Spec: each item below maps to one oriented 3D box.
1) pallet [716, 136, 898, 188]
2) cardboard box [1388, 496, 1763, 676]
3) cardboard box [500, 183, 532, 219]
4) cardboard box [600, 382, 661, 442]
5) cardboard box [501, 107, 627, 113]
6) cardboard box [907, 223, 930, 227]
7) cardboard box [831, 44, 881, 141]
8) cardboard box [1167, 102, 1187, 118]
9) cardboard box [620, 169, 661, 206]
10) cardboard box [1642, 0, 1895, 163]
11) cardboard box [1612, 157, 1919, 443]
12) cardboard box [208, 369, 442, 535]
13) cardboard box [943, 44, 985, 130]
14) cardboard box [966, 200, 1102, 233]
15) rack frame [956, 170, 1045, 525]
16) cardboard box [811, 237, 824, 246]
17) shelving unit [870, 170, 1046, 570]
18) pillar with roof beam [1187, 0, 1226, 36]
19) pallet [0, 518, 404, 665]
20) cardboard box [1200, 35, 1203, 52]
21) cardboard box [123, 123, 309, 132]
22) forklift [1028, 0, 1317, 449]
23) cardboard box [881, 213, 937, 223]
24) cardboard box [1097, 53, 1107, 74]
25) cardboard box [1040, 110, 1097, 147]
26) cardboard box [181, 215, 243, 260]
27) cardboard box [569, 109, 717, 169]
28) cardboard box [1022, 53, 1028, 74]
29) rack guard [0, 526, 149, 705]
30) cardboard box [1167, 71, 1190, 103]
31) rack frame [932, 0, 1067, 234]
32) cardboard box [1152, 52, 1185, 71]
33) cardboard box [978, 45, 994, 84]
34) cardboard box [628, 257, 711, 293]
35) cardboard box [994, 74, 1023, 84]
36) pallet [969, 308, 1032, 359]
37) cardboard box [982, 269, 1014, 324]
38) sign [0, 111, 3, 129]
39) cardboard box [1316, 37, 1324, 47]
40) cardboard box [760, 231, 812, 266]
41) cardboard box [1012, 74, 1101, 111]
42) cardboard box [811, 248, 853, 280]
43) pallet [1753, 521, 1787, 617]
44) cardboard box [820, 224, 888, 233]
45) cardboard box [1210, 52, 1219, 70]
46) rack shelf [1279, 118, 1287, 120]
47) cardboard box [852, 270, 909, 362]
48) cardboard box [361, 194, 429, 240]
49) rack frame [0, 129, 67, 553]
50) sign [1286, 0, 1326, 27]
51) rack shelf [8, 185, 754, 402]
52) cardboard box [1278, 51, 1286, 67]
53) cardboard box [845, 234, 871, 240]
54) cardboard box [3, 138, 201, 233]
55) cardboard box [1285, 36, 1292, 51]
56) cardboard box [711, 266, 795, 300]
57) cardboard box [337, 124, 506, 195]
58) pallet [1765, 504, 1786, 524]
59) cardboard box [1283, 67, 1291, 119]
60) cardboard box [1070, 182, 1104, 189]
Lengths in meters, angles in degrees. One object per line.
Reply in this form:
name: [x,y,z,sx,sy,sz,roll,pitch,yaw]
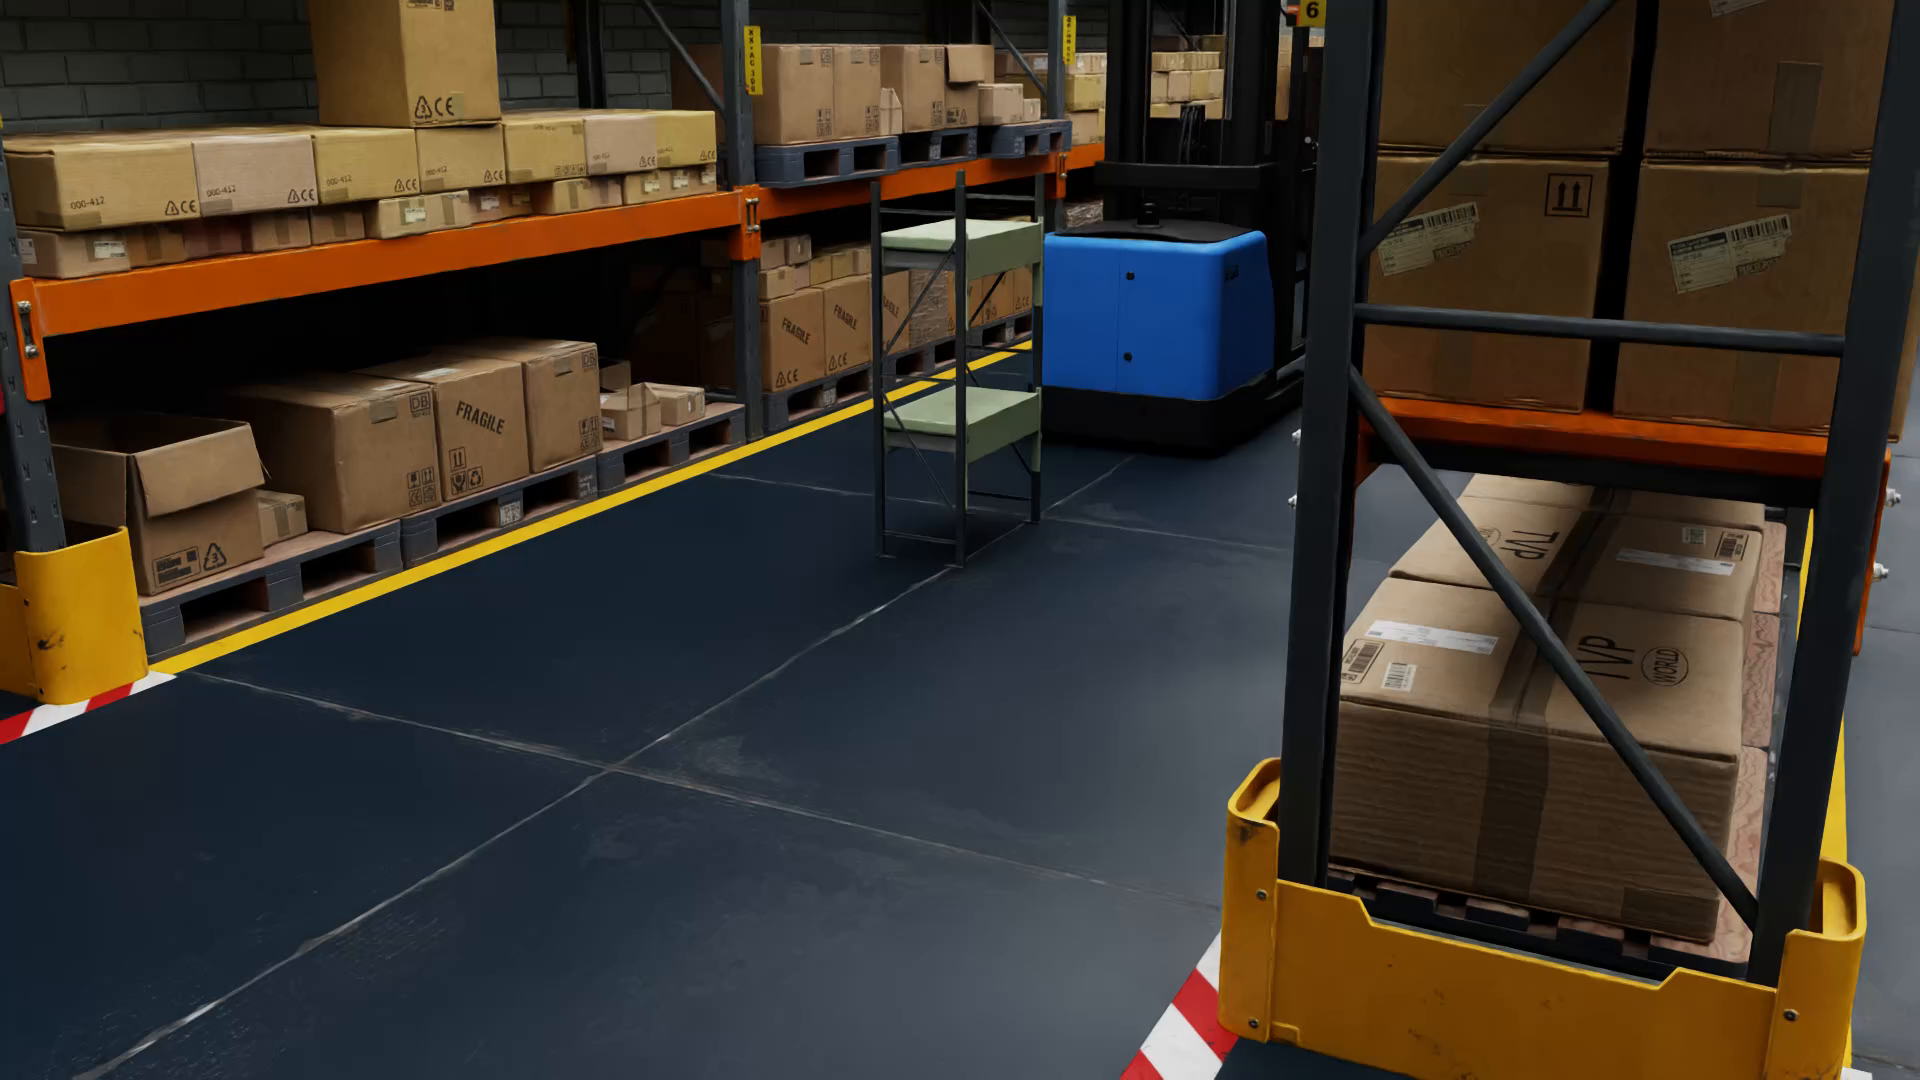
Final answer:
pallet: [-1.061,-2.123,9.242,1.003,0.211,1.213,8,18,25]
cardboard box: [1.746,0.236,4.725,0.875,0.438,0.875,9,19,27]
cardboard box: [-2.070,-1.470,7.147,0.380,0.149,0.250,8,18,26]
cardboard box: [-1.662,-0.646,7.996,0.396,0.266,0.258,9,19,27]
cardboard box: [-1.979,-2.005,8.246,0.500,0.250,0.500,8,18,25]
cardboard box: [-0.133,-2.004,11.017,0.380,0.149,0.250,9,19,27]
cardboard box: [-0.868,-2.502,9.266,0.700,0.500,0.500,8,18,26]
cardboard box: [1.599,-3.579,14.068,0.500,0.250,0.500,8,18,26]
cardboard box: [-1.624,-1.654,7.765,0.380,0.149,0.250,9,19,27]
cardboard box: [1.608,-0.990,3.156,0.500,0.500,0.500,8,18,24]
cardboard box: [1.610,-0.510,3.298,0.500,0.500,0.500,8,18,25]
cardboard box: [-2.528,-0.366,6.643,0.700,0.500,0.500,9,19,28]
cardboard box: [-0.292,-2.856,10.453,0.797,0.503,0.637,8,18,24]
cardboard box: [0.562,-2.265,12.814,0.875,0.625,0.625,9,19,27]
rack frame: [0.167,-0.814,7.130,0.400,1.500,0.023,8,18,25]
cardboard box: [-1.069,-1.805,10.348,0.380,0.149,0.250,8,18,26]
shelving unit: [0.003,-0.721,6.817,0.431,1.500,0.755,8,18,25]
pillar with roof beam: [6.580,-7.348,15.958,9.100,9.000,0.400,8,18,25]
pallet: [-2.914,0.107,6.292,1.003,0.211,1.213,8,18,25]
cardboard box: [2.487,-4.689,15.705,0.380,0.149,0.250,8,19,26]
cardboard box: [-2.878,-1.485,6.498,0.500,0.250,0.500,9,19,27]
forklift: [1.467,-2.242,9.426,1.130,2.935,3.031,8,18,25]
cardboard box: [-0.383,-2.201,11.681,0.380,0.149,0.250,9,19,27]
cardboard box: [0.887,-3.584,12.508,0.380,0.149,0.250,9,19,27]
cardboard box: [0.688,-3.055,12.304,0.500,0.250,0.500,8,18,26]
cardboard box: [-2.752,-1.077,5.824,0.380,0.149,0.250,8,18,25]
cardboard box: [-1.525,-1.936,8.014,0.500,0.250,0.500,9,19,27]
cardboard box: [0.423,-3.651,12.734,0.380,0.149,0.250,8,18,25]
rack guard: [-3.269,0.172,5.567,1.175,0.500,0.348,8,18,25]
cardboard box: [1.611,-3.812,13.977,0.500,0.250,0.500,8,19,26]
rack frame: [0.272,-3.045,12.007,1.000,3.000,0.127,8,18,25]
cardboard box: [1.677,-4.041,14.046,0.380,0.149,0.250,8,18,24]
cardboard box: [-0.098,-3.183,11.558,0.500,0.500,0.500,9,19,28]
cardboard box: [-1.609,-1.470,9.219,0.380,0.149,0.250,7,18,23]
cardboard box: [0.224,-3.362,12.461,0.500,0.250,0.500,9,19,27]
pallet: [-0.096,-1.523,11.780,1.003,0.211,1.213,8,18,25]
cardboard box: [0.042,-1.786,11.423,0.500,0.500,0.500,8,18,25]
sign: [-2.818,-1.353,4.791,0.100,0.325,0.005,8,18,25]
cardboard box: [3.700,-5.329,17.860,0.380,0.149,0.250,9,19,27]
cardboard box: [-1.044,-1.612,9.175,0.380,0.149,0.250,7,18,23]
cardboard box: [0.711,-3.291,12.222,0.500,0.250,0.500,8,18,25]
cardboard box: [-0.848,-1.616,9.710,0.380,0.149,0.250,8,18,24]
pallet: [2.517,0.125,6.232,1.003,0.211,1.213,8,18,25]
cardboard box: [-0.700,-1.998,10.995,0.380,0.149,0.250,8,18,24]
cardboard box: [2.105,-4.307,14.943,0.380,0.149,0.250,9,19,27]
rack shelf: [2.953,-4.228,17.255,1.077,0.370,4.000,8,18,25]
cardboard box: [-0.642,-1.387,10.078,0.500,0.500,0.500,8,18,24]
cardboard box: [-2.291,-1.257,6.430,0.380,0.149,0.250,8,18,24]
rack frame: [-3.303,-1.007,5.146,1.000,3.000,0.127,8,18,25]
sign: [0.660,-1.118,3.069,0.100,0.325,0.005,8,18,25]
rack shelf: [-2.409,-1.171,6.964,1.077,0.370,4.000,8,18,25]
cardboard box: [3.034,-4.792,16.577,0.380,0.149,0.250,7,18,24]
cardboard box: [-0.496,-1.810,10.364,0.380,0.149,0.250,8,18,26]
cardboard box: [-2.859,-1.159,5.399,0.500,0.250,0.500,8,18,26]
cardboard box: [3.195,-5.074,17.003,0.380,0.149,0.250,8,18,26]
cardboard box: [-1.117,-1.397,8.974,0.380,0.149,0.250,9,19,28]
cardboard box: [-2.201,-1.550,6.715,0.500,0.250,0.500,8,18,24]
pallet: [3.204,-0.265,7.545,1.003,0.211,1.213,8,18,25]
cardboard box: [3.178,-4.581,17.002,0.500,0.500,0.500,8,18,26]
cardboard box: [1.482,-2.795,14.601,0.875,0.625,0.625,8,18,25]
